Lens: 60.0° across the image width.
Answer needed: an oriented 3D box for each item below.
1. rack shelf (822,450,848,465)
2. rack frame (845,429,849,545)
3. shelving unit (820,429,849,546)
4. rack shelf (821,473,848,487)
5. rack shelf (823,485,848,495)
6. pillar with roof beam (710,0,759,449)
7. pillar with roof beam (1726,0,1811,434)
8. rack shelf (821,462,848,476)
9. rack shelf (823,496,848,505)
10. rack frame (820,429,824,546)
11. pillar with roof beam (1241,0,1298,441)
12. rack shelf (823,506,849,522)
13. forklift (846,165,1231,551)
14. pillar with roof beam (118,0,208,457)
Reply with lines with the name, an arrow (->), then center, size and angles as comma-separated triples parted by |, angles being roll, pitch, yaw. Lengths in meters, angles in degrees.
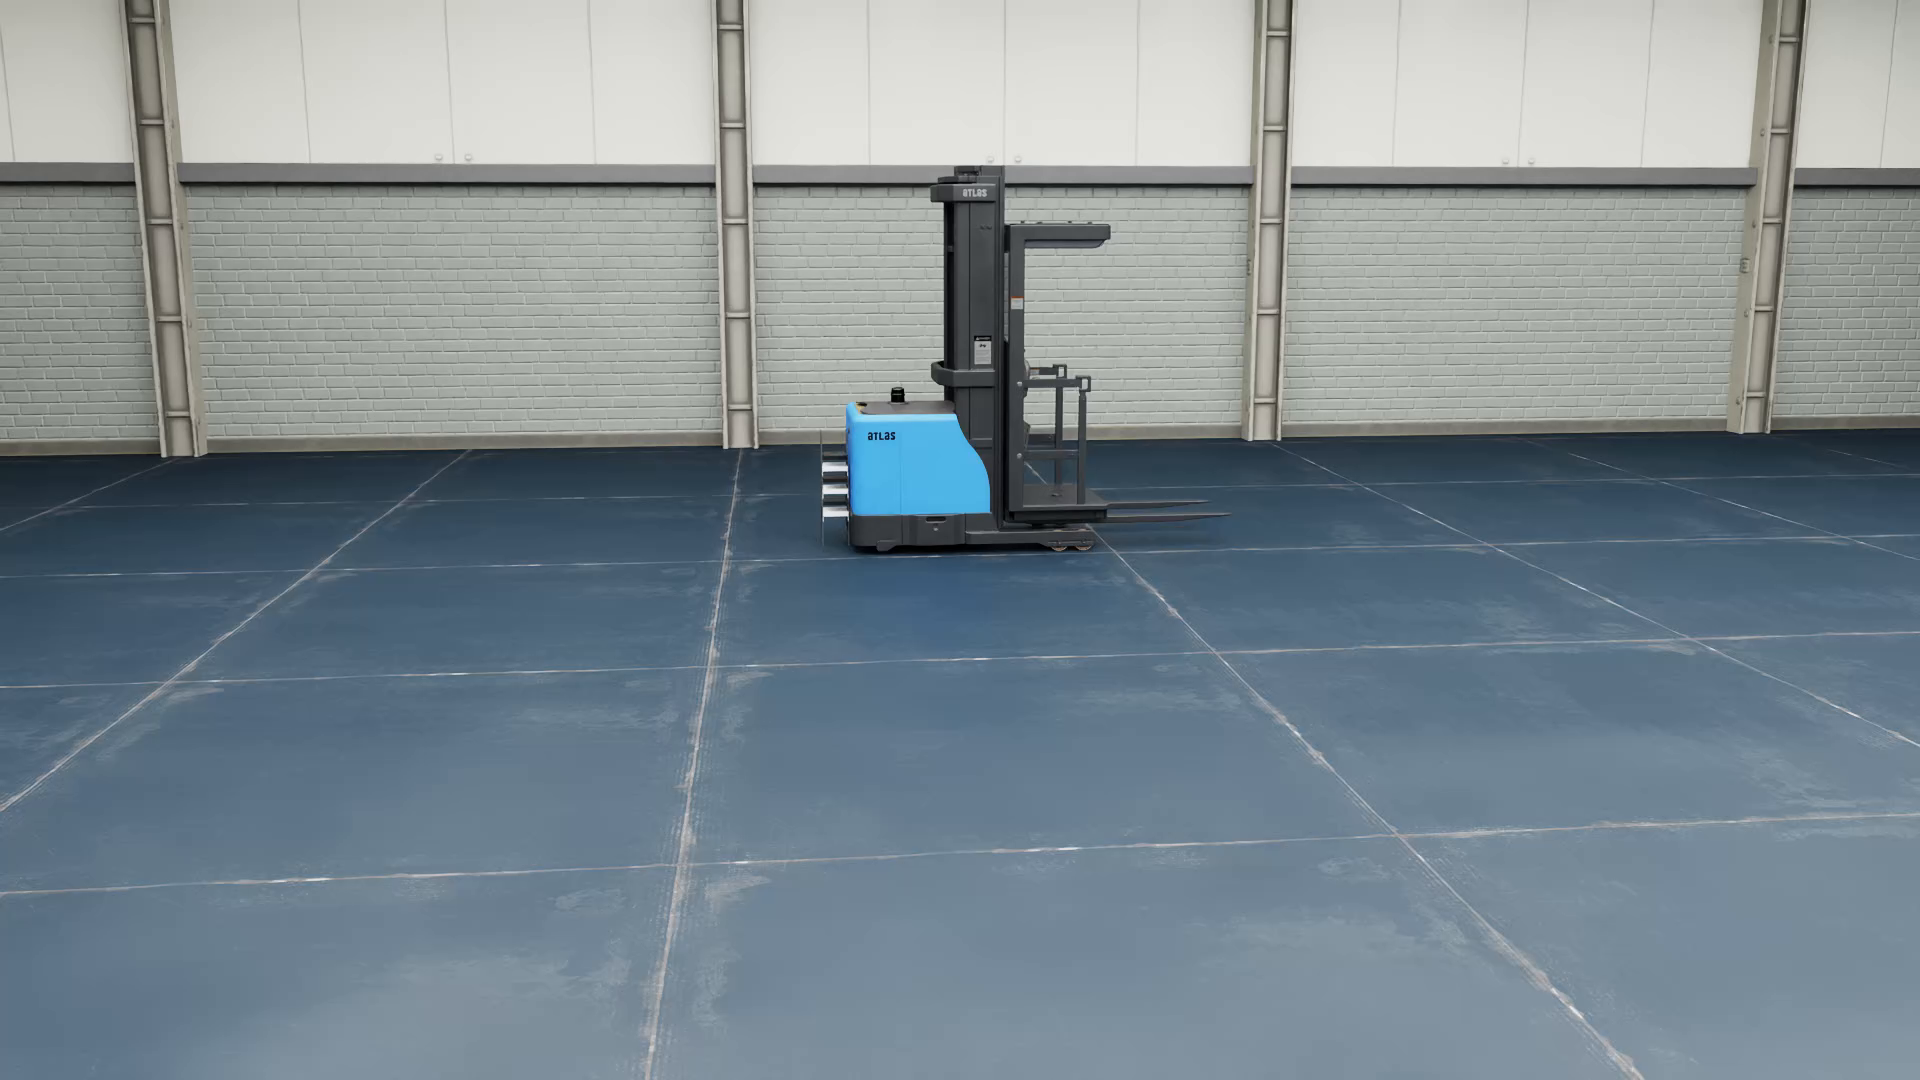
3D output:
rack shelf -> -0.993, -0.650, 13.116 | 0.200, 0.077, 0.258 | -1, 11, -7
rack frame -> -0.892, -0.420, 13.174 | 0.006, 0.900, 0.240 | -1, 11, -7
shelving unit -> -0.993, -0.418, 13.162 | 0.210, 0.900, 0.258 | -1, 11, -7
rack shelf -> -0.993, -0.474, 13.151 | 0.200, 0.077, 0.258 | -1, 11, -7
rack shelf -> -0.993, -0.385, 13.168 | 0.200, 0.077, 0.258 | -1, 11, -7
pillar with roof beam -> -1.998, -4.642, 13.650 | 0.400, 9.000, 9.100 | -1, 11, -6
pillar with roof beam -> 9.932, -4.892, 14.921 | 0.400, 9.000, 9.100 | -1, 11, -6
rack shelf -> -0.993, -0.562, 13.133 | 0.200, 0.077, 0.258 | -1, 11, -7
rack shelf -> -0.993, -0.297, 13.185 | 0.200, 0.077, 0.258 | -1, 11, -7
rack frame -> -1.093, -0.416, 13.149 | 0.006, 0.900, 0.240 | -1, 11, -7
pillar with roof beam -> 3.967, -4.767, 14.286 | 0.400, 9.000, 9.100 | -1, 11, -6
rack shelf -> -0.993, -0.209, 13.203 | 0.200, 0.077, 0.258 | -1, 11, -7
forklift -> 0.618, -1.453, 13.160 | 3.031, 2.935, 1.130 | -1, 11, -7
pillar with roof beam -> -7.963, -4.517, 13.014 | 0.400, 9.000, 9.100 | -1, 11, -6
